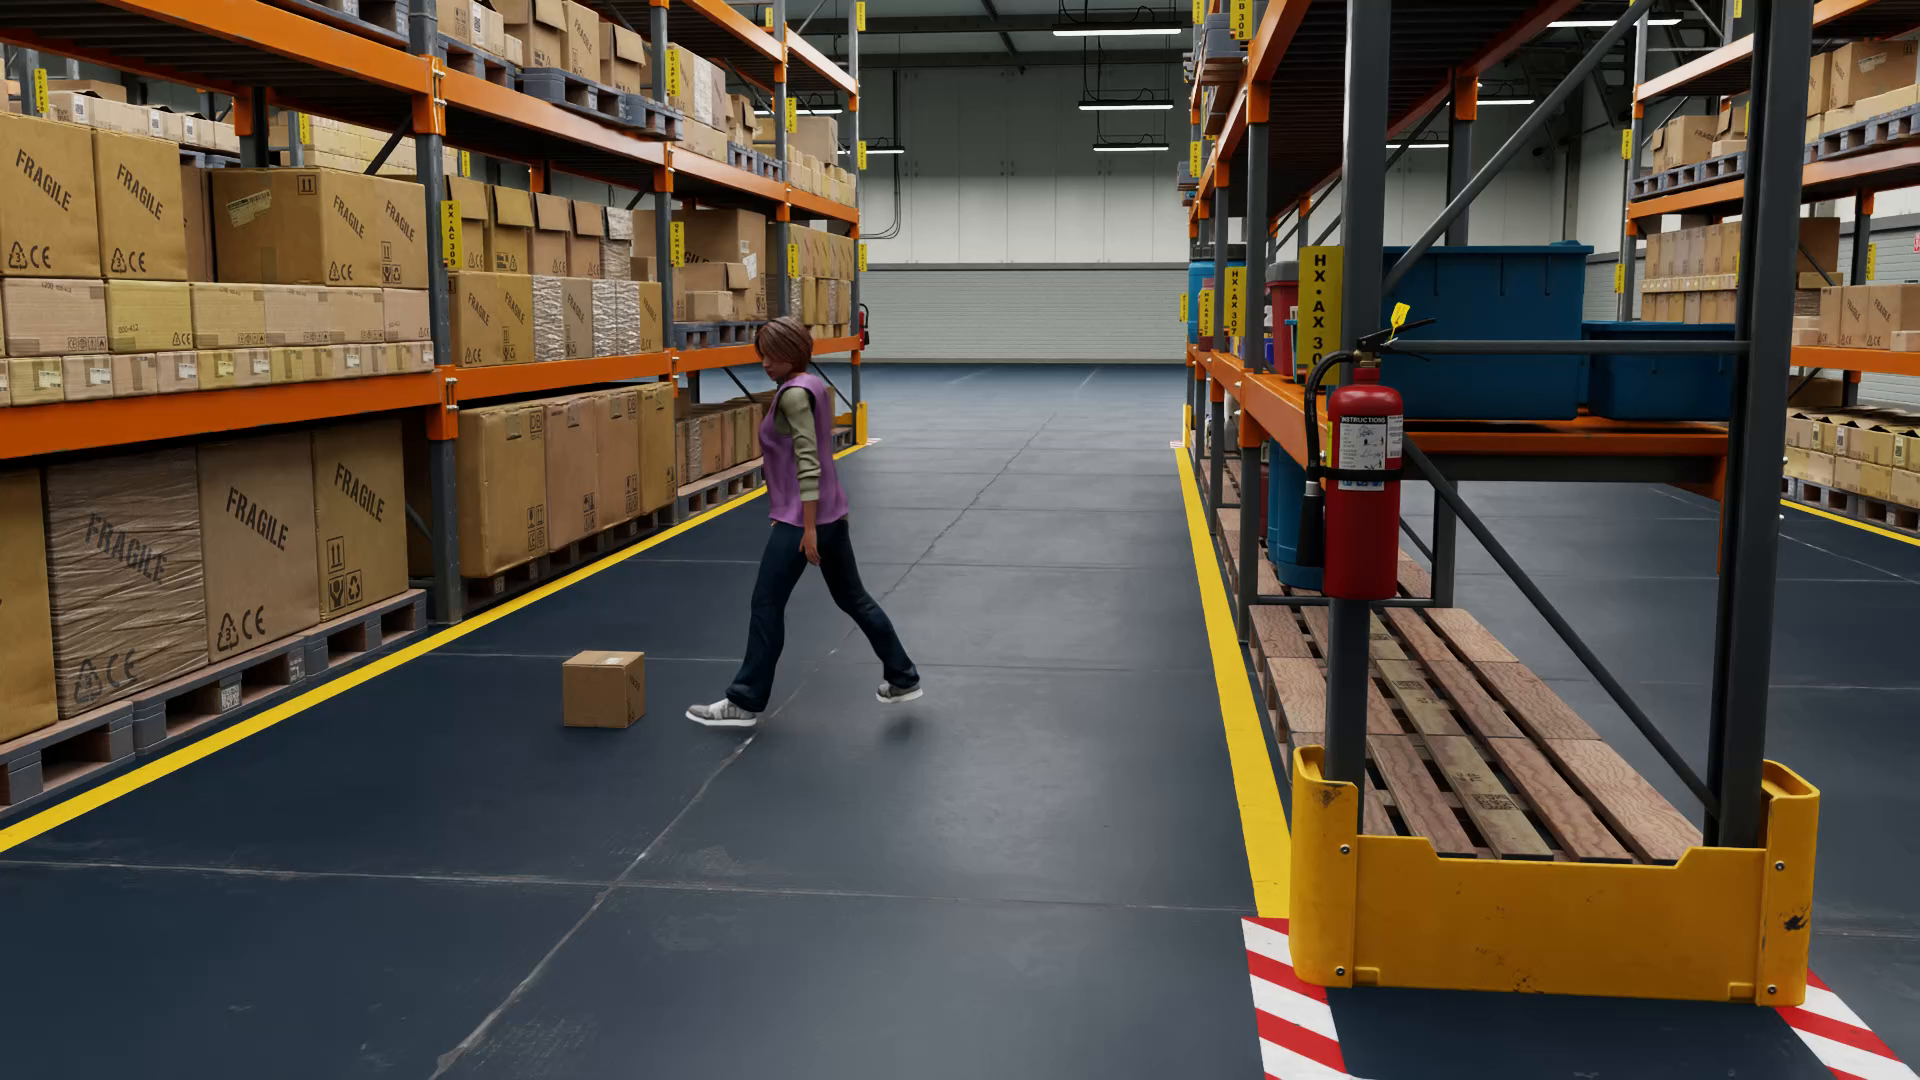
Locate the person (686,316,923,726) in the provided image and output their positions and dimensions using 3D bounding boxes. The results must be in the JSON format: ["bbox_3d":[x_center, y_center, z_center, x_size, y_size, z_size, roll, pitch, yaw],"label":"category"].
[{"bbox_3d":[-0.584,-0.079,6.415,0.847,1.553,0.553,2,8,11],"label":"person"}]
